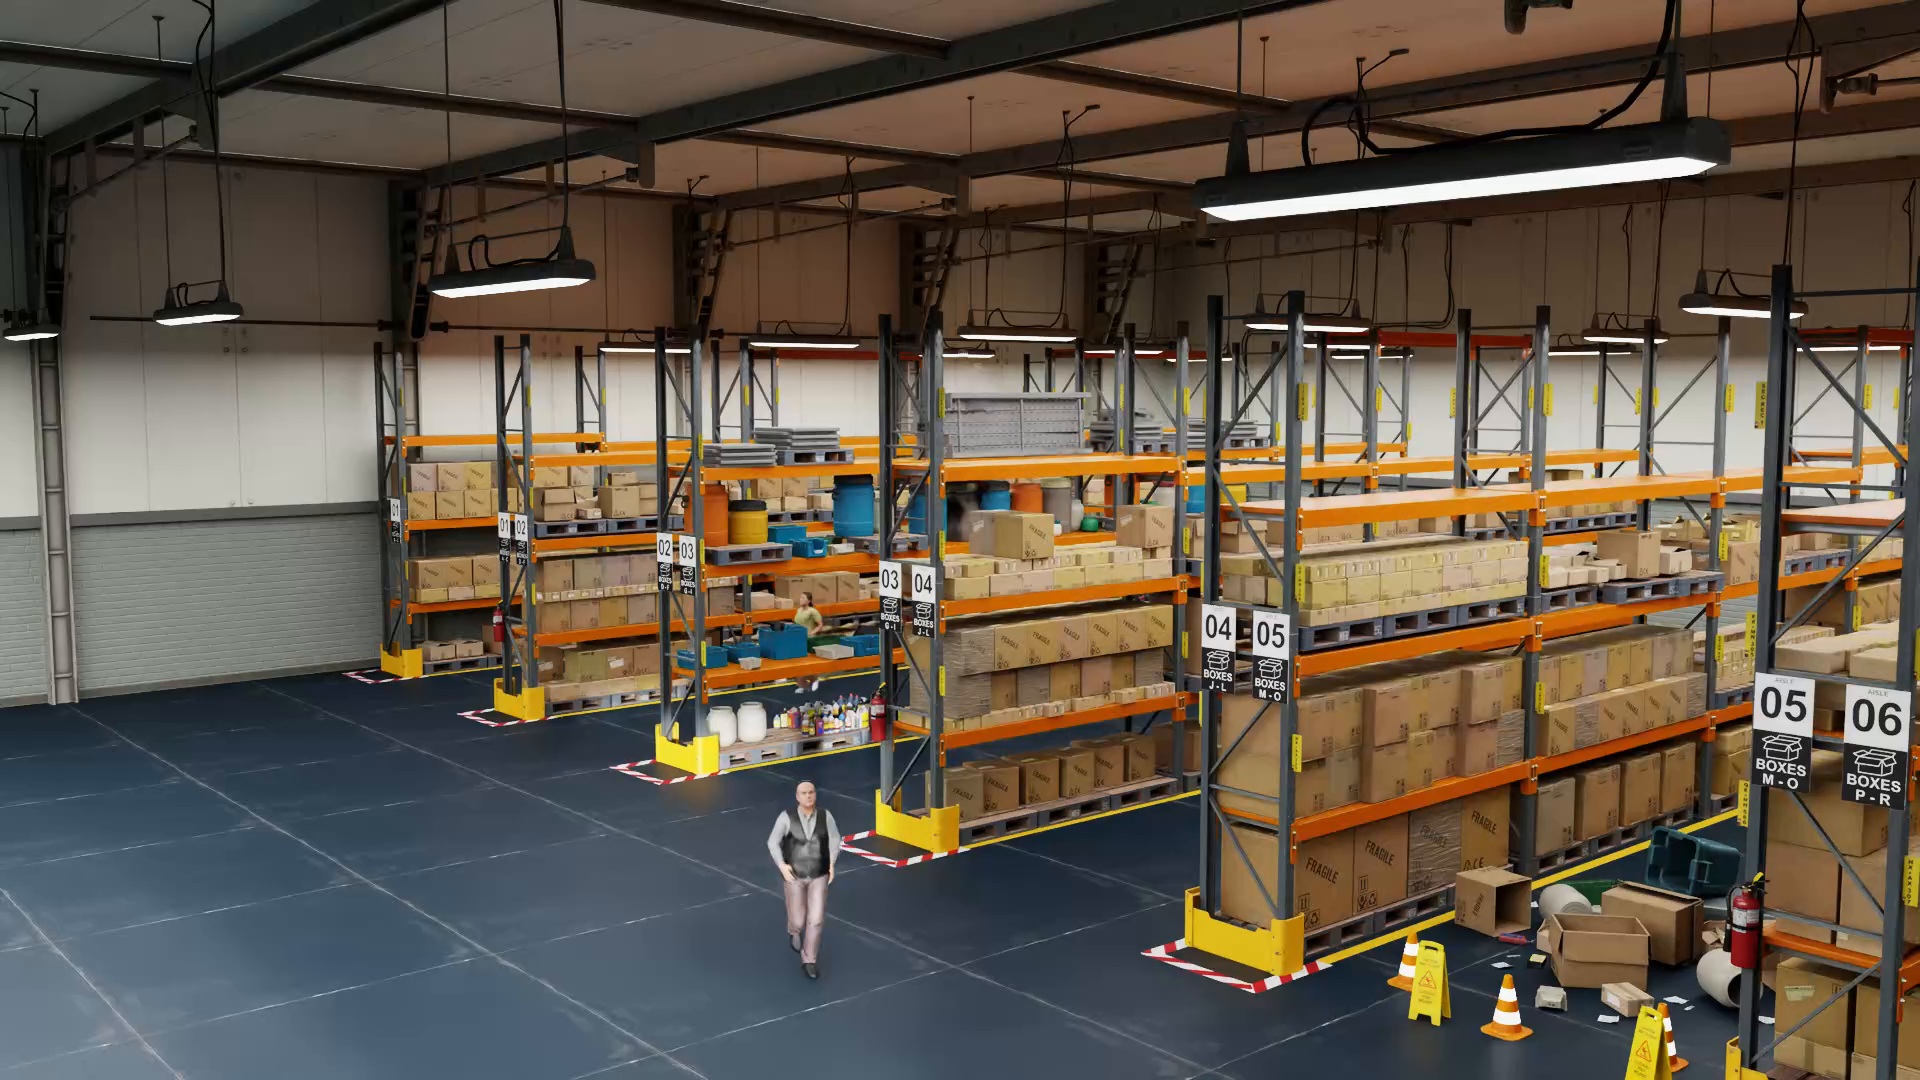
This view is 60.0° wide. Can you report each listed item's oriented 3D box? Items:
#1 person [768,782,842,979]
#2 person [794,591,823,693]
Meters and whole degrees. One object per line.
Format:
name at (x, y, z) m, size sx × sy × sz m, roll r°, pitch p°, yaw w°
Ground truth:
person at (-1.376, 2.984, 14.825) m, size 0.668 × 1.698 × 0.685 m, roll -1°, pitch 5°, yaw -12°
person at (-2.484, 1.634, 26.647) m, size 0.578 × 1.631 × 0.519 m, roll 4°, pitch 7°, yaw 39°
